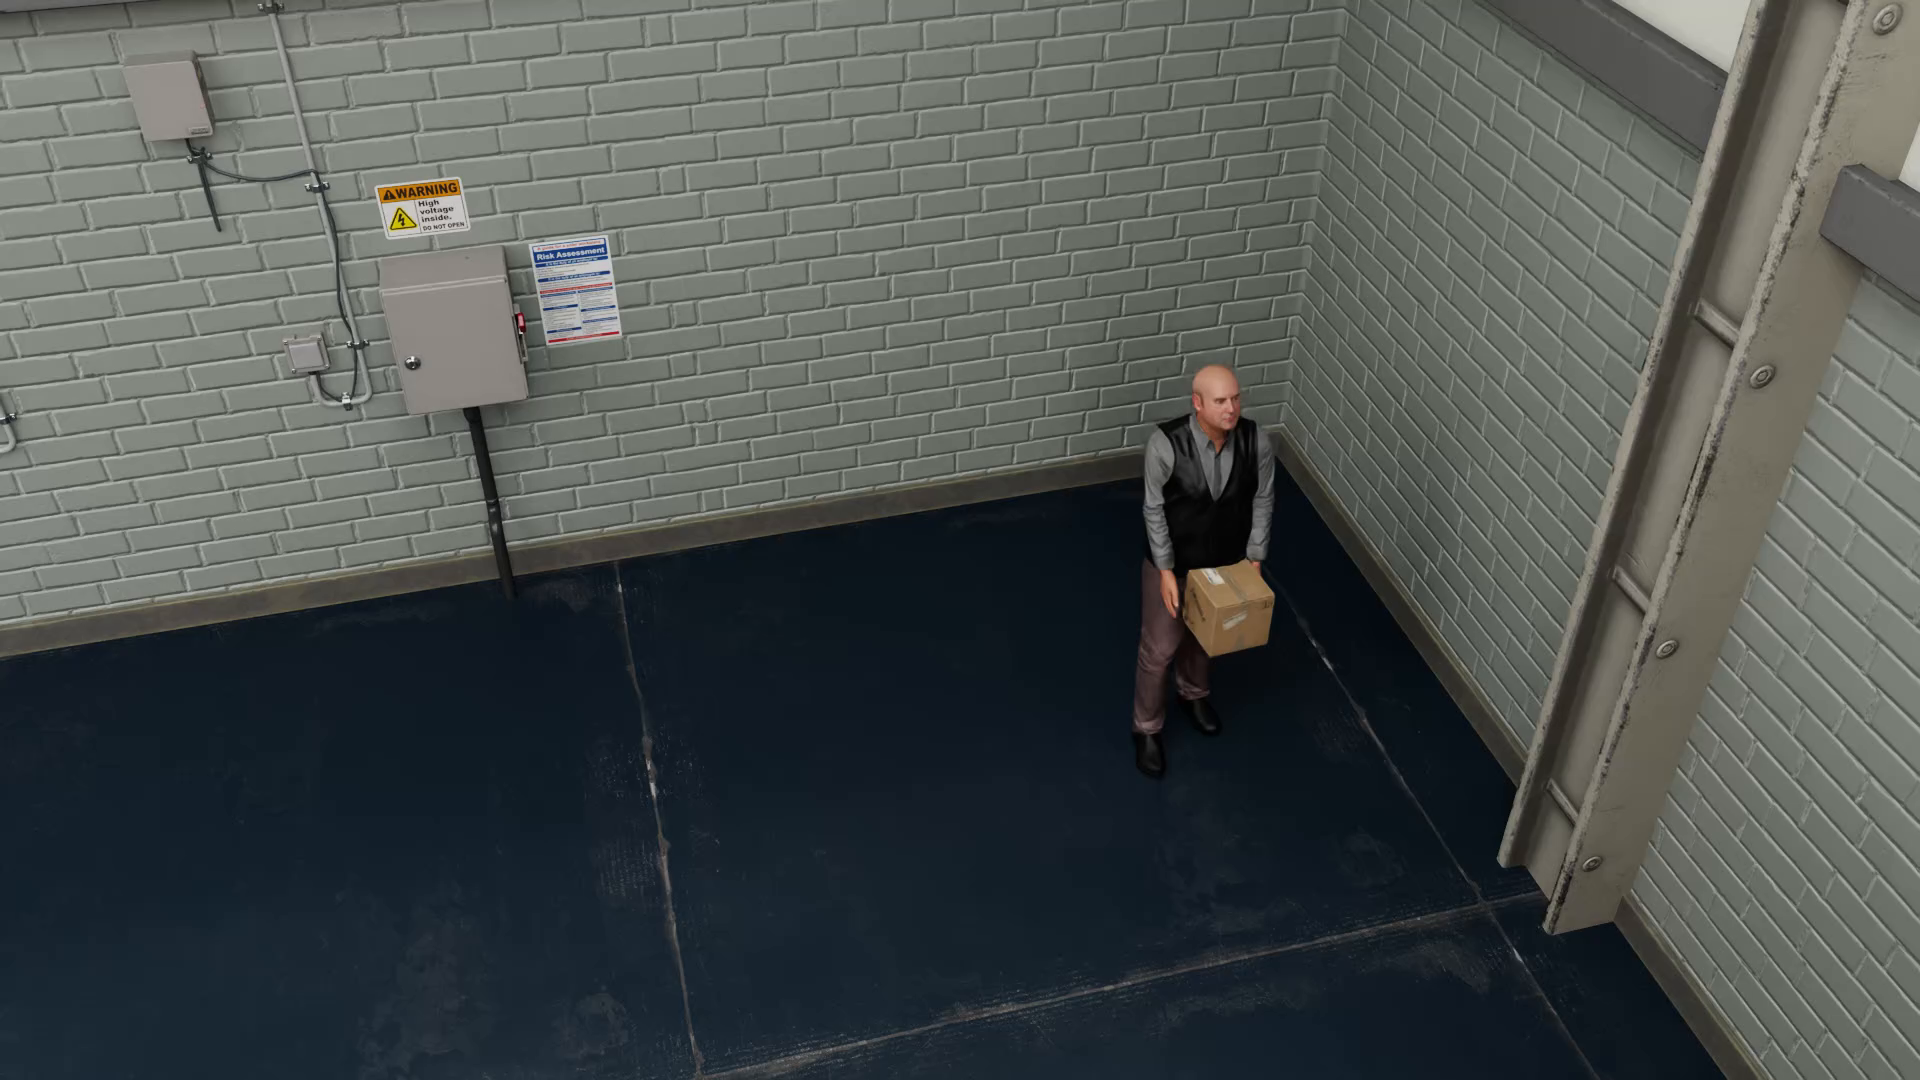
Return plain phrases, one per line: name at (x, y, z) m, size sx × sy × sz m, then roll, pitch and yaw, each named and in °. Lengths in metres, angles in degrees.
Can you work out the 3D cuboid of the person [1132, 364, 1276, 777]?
person at (0.967, 0.126, 6.563) m, size 0.554 × 1.726 × 0.537 m, roll -8°, pitch 39°, yaw -10°
